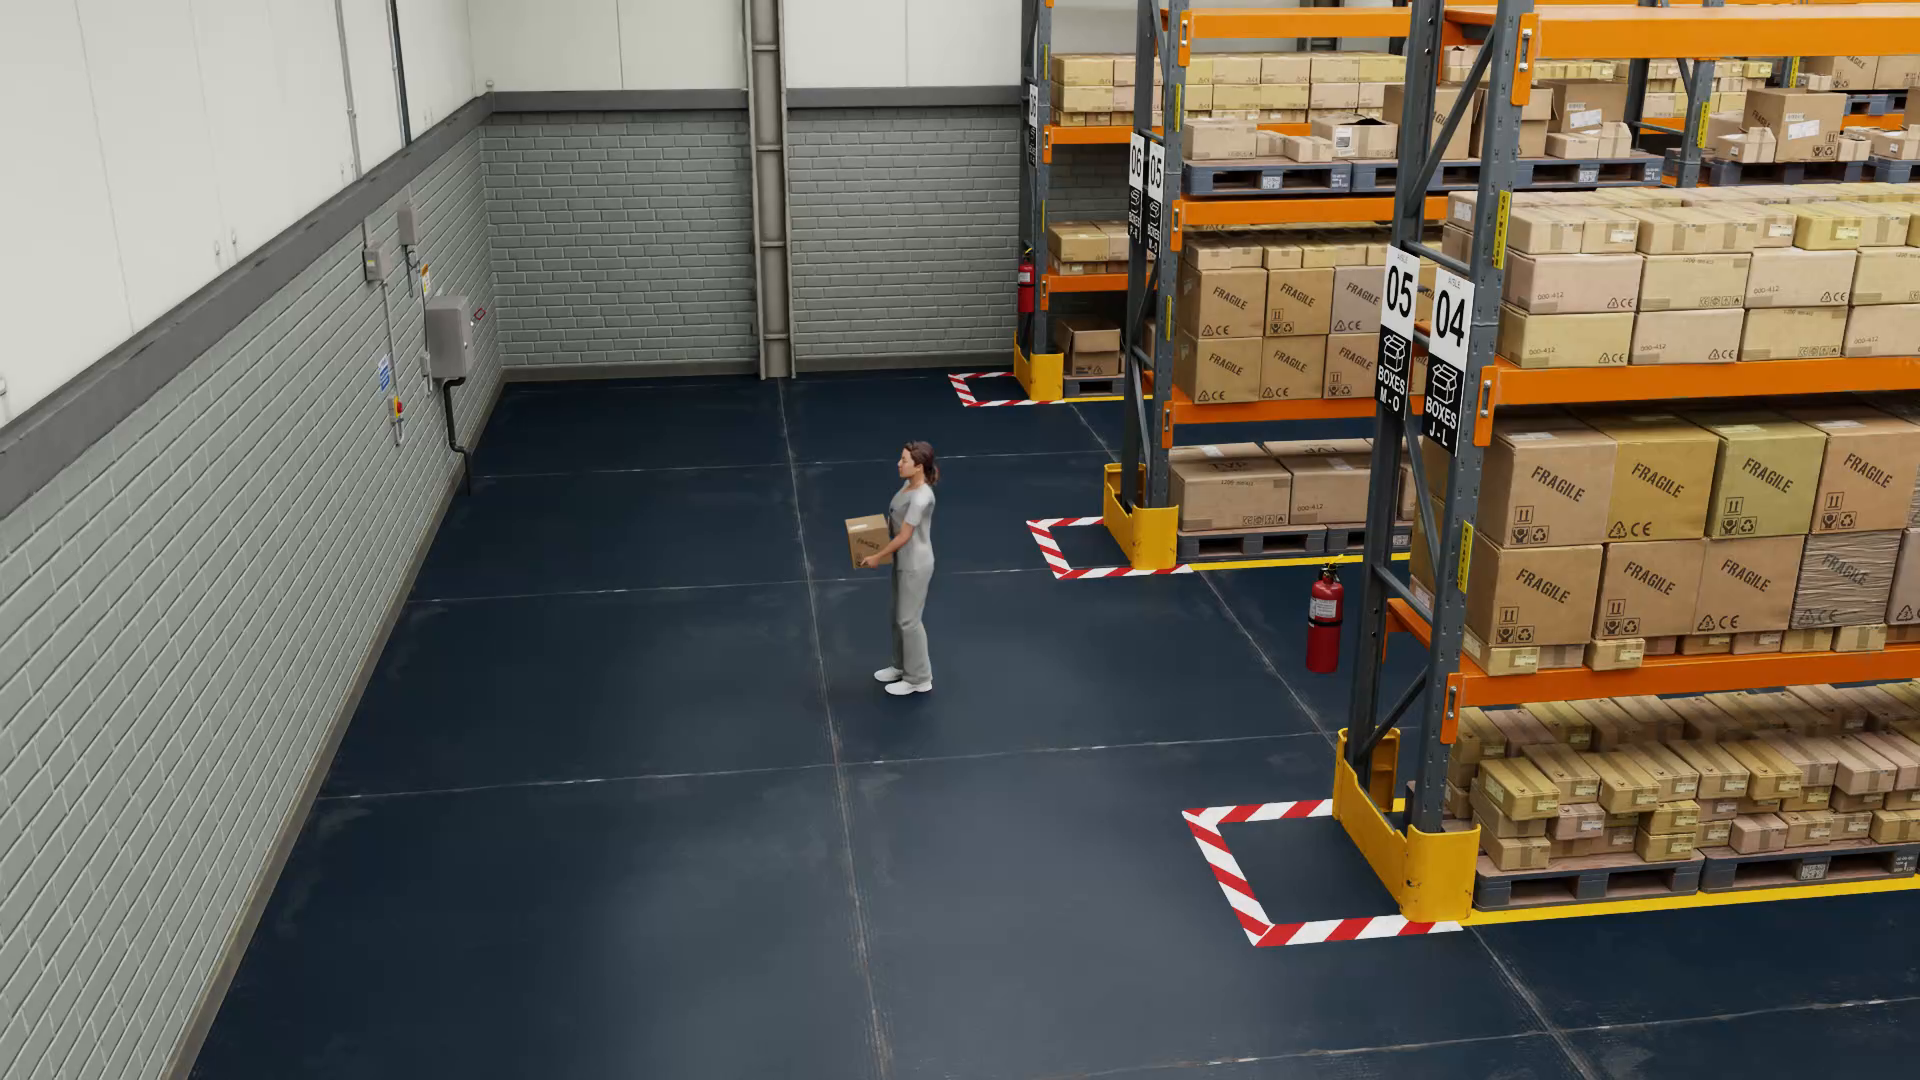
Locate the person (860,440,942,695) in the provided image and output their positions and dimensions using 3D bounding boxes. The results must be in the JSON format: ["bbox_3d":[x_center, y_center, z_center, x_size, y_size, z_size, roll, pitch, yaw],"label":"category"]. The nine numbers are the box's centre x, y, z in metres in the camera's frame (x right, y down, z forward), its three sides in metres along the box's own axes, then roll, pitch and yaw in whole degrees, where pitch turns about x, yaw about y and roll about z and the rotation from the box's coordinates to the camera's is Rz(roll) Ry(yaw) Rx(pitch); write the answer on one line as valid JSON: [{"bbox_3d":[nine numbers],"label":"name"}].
[{"bbox_3d":[-0.381,0.169,10.632,0.542,1.667,0.436,-3,20,-8],"label":"person"}]
